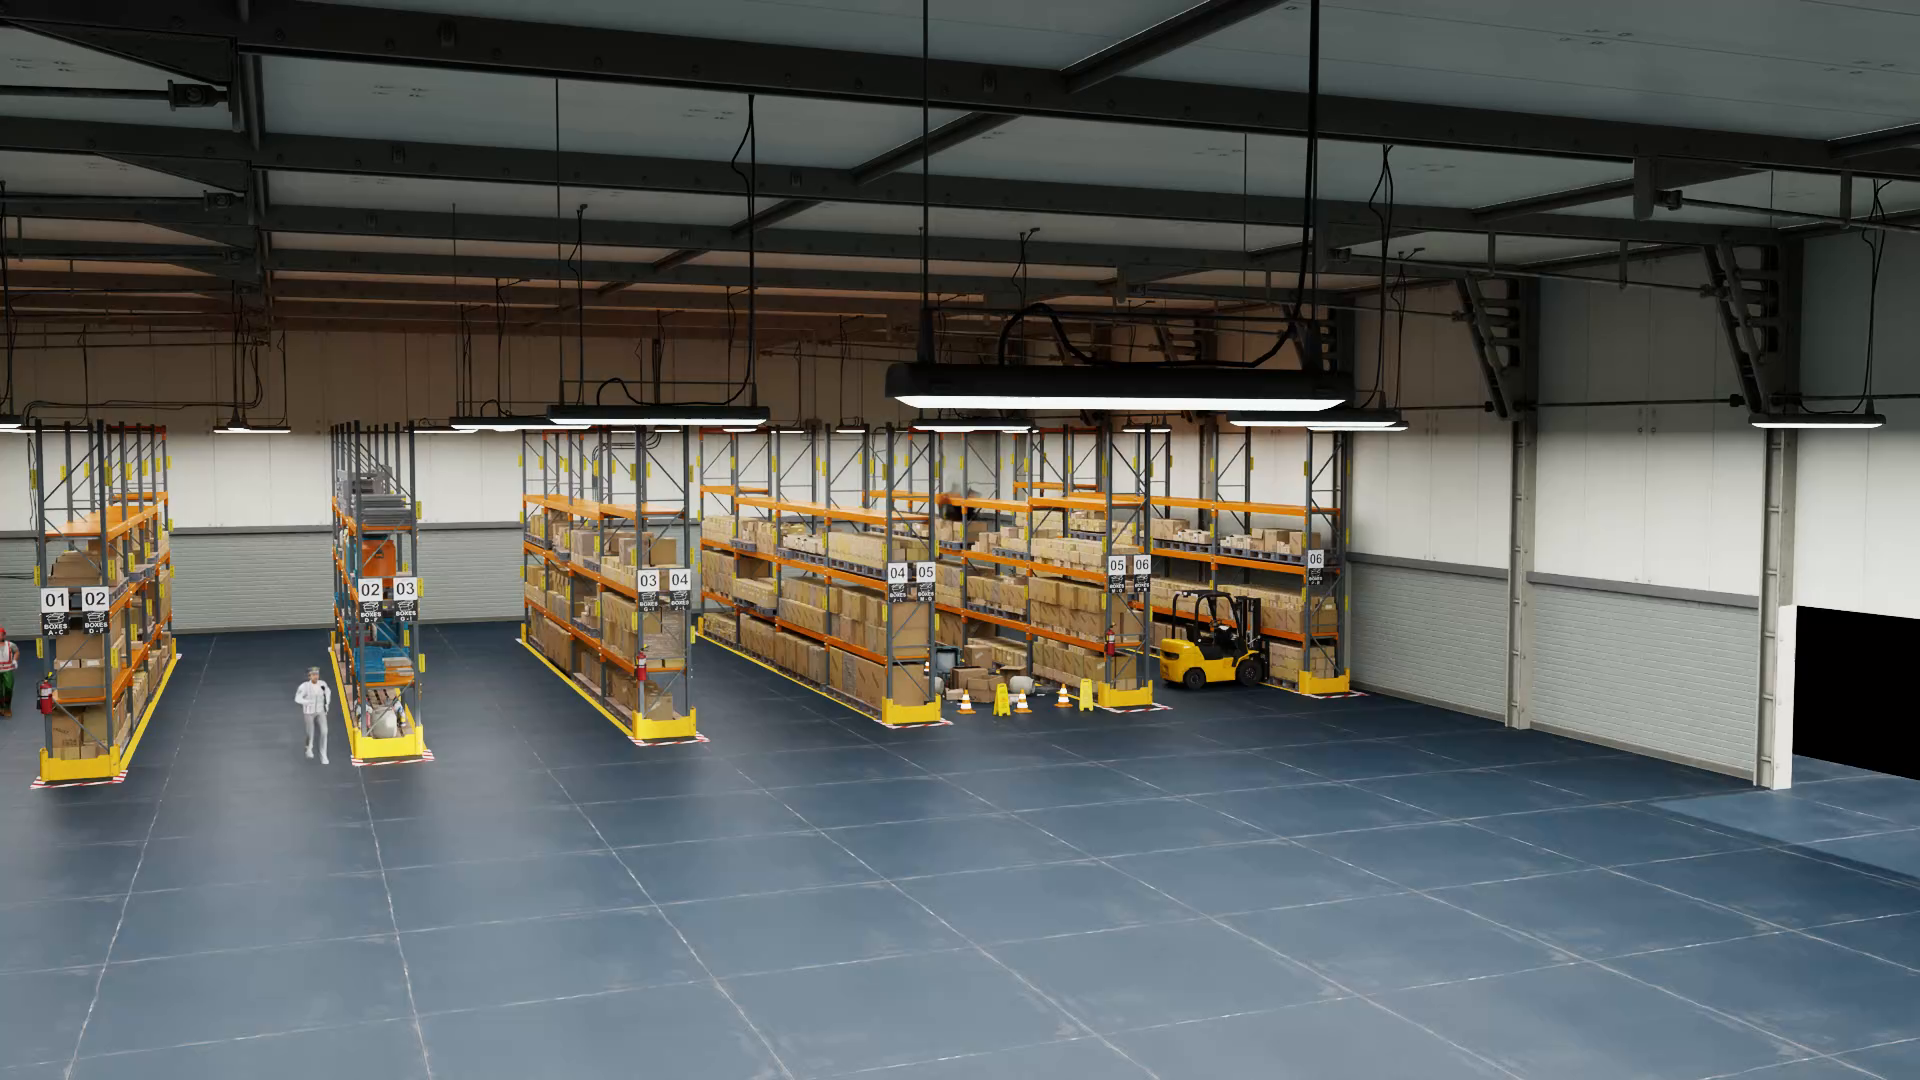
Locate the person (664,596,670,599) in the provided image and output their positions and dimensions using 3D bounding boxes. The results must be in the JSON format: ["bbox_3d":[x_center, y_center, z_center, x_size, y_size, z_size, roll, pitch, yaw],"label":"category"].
[{"bbox_3d":[-8.450,1.848,48.026,0.770,1.816,0.792,1,4,14],"label":"person"}]

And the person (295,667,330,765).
[{"bbox_3d":[-11.353,3.066,29.218,0.634,1.727,0.862,-2,4,-33],"label":"person"}]

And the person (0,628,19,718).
[{"bbox_3d":[-19.517,2.711,33.889,0.632,1.824,0.705,-2,4,-31],"label":"person"}]
